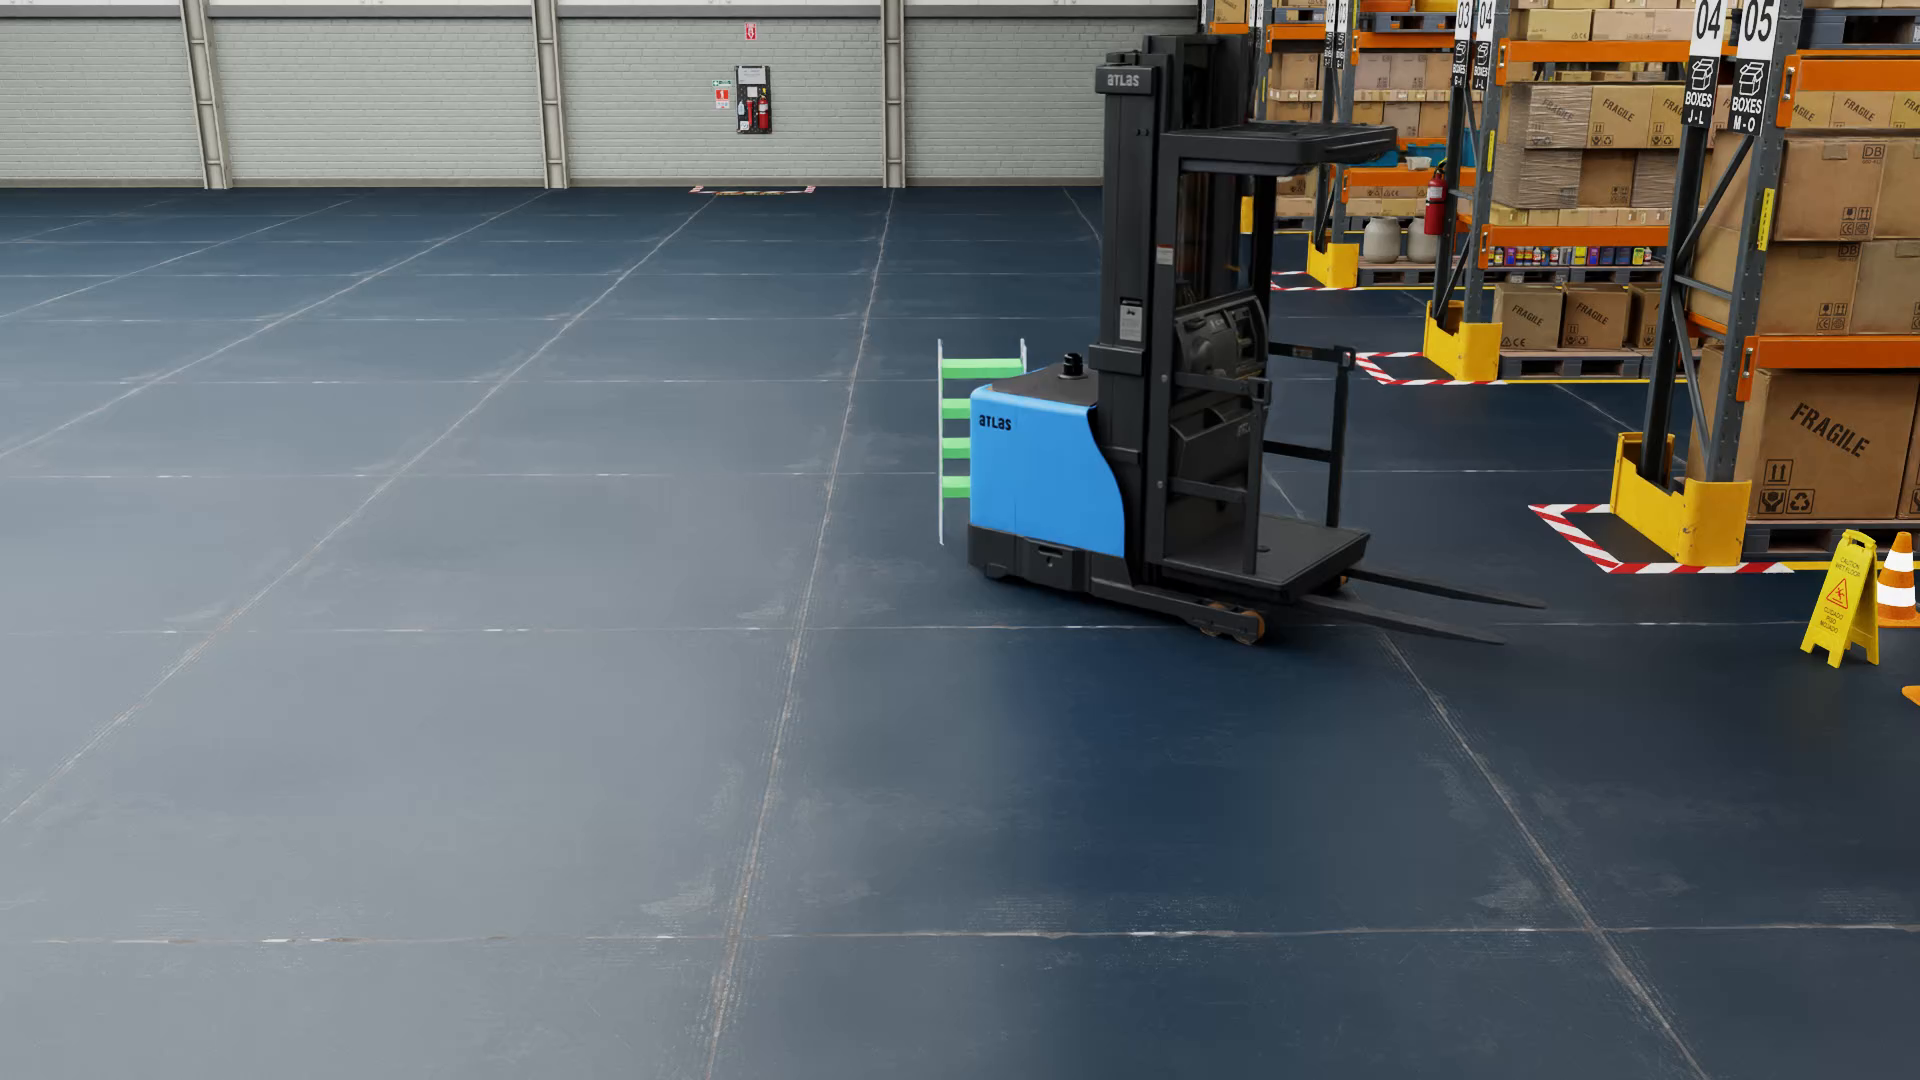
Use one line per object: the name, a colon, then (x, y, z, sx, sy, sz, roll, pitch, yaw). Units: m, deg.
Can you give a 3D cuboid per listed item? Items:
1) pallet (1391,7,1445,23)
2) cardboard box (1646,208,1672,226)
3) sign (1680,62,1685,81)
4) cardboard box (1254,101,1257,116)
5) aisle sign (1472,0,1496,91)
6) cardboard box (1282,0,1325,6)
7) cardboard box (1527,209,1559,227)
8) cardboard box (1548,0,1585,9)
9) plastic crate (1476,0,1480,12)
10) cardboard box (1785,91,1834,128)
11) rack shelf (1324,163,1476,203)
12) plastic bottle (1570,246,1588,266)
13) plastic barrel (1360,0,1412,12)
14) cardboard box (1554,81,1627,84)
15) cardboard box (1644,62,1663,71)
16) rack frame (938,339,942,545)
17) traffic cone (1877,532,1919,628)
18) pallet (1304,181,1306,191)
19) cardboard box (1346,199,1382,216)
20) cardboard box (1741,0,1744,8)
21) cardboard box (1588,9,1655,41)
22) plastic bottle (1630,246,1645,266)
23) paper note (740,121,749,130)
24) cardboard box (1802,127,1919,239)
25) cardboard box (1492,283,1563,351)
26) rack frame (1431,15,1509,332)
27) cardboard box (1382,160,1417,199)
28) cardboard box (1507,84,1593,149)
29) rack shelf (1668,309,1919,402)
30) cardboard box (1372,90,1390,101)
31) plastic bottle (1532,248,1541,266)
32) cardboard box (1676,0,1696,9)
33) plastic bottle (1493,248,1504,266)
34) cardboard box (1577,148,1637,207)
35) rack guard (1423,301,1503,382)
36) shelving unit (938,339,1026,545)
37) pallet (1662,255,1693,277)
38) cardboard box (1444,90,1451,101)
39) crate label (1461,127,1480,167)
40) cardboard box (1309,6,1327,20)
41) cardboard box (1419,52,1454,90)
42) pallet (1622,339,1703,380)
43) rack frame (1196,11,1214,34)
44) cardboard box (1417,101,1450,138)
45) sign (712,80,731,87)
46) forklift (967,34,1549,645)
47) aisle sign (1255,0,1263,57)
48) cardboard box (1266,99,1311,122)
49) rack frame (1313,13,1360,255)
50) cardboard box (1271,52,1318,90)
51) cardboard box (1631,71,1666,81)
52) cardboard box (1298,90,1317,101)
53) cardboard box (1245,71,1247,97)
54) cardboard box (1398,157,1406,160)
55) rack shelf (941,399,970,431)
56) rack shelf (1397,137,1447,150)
pallet: (6.155, -7.383, 23.386, 1.213, 0.211, 1.003, 0, 18, -1)
cardboard box: (5.916, -2.786, 14.233, 0.250, 0.149, 0.380, 0, 18, -1)
sign: (12.160, -7.894, 27.979, 0.005, 0.325, 0.100, 0, 18, -1)
cardboard box: (5.154, -7.358, 28.286, 0.500, 0.250, 0.500, -1, 18, -3)
aisle sign: (4.320, -4.115, 13.709, 0.004, 0.787, 0.394, 0, 18, -1)
cardboard box: (4.799, -7.740, 23.269, 0.637, 0.503, 0.797, 1, 18, 3)
cardboard box: (4.916, -2.773, 14.193, 0.250, 0.149, 0.380, 0, 18, -1)
cardboard box: (4.917, -4.418, 13.592, 0.250, 0.149, 0.380, 0, 18, 0)
plastic crate: (6.201, -6.004, 18.967, 0.575, 0.384, 0.392, 0, 18, -1)
cardboard box: (6.931, -3.562, 13.955, 0.500, 0.500, 0.500, 0, 18, -1)
rack shelf: (6.299, -4.149, 19.248, 4.000, 0.370, 1.077, 0, 18, -1)
plastic bottle: (7.144, -3.356, 19.214, 0.185, 0.351, 0.144, 0, 18, -1)
plastic barrel: (4.783, -6.356, 18.648, 0.708, 0.830, 0.600, 0, 18, -1)
cardboard box: (5.423, -3.717, 14.435, 0.500, 0.500, 0.500, 0, 18, -1)
cardboard box: (11.797, -8.101, 28.445, 0.250, 0.149, 0.380, -3, 18, -8)
rack frame: (-0.116, -0.577, 9.881, 0.015, 1.200, 0.240, -1, 18, -2)
traffic cone: (4.908, 0.185, 8.712, 0.334, 0.463, 0.336, 0, 18, -1)
pallet: (6.248, -6.178, 28.961, 1.213, 0.211, 1.003, 0, 18, -1)
cardboard box: (5.764, -4.826, 23.994, 0.500, 0.250, 0.500, 0, 18, -1)
cardboard box: (4.681, -3.115, 9.497, 0.250, 0.149, 0.380, 0, 18, -1)
cardboard box: (5.379, -4.254, 13.732, 0.500, 0.250, 0.500, -1, 18, -2)
plastic bottle: (7.823, -3.314, 19.194, 0.133, 0.283, 0.061, 1, 18, 2)
paper note: (-3.820, -7.347, 29.481, 0.142, 0.148, 0.016, 0, 18, -1)
cardboard box: (5.274, -2.060, 9.545, 0.550, 0.550, 0.875, 0, 18, -1)
cardboard box: (5.002, -1.977, 14.703, 0.500, 0.500, 0.500, 3, 18, 9)
rack frame: (4.377, -2.969, 14.392, 0.127, 3.000, 1.000, 0, 18, -1)
cardboard box: (6.264, -5.183, 23.881, 0.500, 0.500, 0.500, 0, 18, -1)
cardboard box: (4.931, -3.554, 13.928, 0.500, 0.500, 0.500, 0, 18, -1)
rack shelf: (6.354, -1.121, 9.808, 4.000, 0.370, 1.077, 0, 18, -1)
cardboard box: (5.908, -6.294, 23.532, 0.250, 0.149, 0.380, -1, 18, -2)
plastic bottle: (6.658, -3.275, 19.207, 0.097, 0.201, 0.097, 0, 18, 0)
cardboard box: (5.957, -4.442, 13.667, 0.250, 0.149, 0.380, -1, 18, -3)
plastic bottle: (6.220, -3.273, 19.200, 0.097, 0.201, 0.097, 0, 18, 0)
cardboard box: (5.426, -3.192, 14.435, 0.500, 0.500, 0.875, 0, 18, -1)
rack guard: (4.453, -1.779, 14.775, 0.348, 0.500, 1.175, 0, 18, -1)
shelving unit: (0.127, -0.579, 9.889, 0.503, 1.200, 0.258, -1, 18, -2)
pallet: (9.083, -3.189, 19.643, 1.213, 0.211, 1.003, 0, 18, -1)
cardboard box: (6.938, -6.299, 23.548, 0.250, 0.149, 0.380, 0, 18, -1)
crate label: (6.135, -4.590, 19.388, 0.616, 0.435, 0.502, 0, 18, -1)
cardboard box: (6.073, -8.923, 27.845, 0.500, 0.500, 0.500, 1, 18, 3)
cardboard box: (6.774, -6.670, 23.642, 0.500, 0.500, 0.700, 0, 18, -1)
pallet: (6.483, -1.640, 14.813, 1.213, 0.211, 1.003, 0, 18, -1)
rack frame: (4.143, -7.508, 28.540, 0.127, 3.000, 1.000, 0, 18, -1)
cardboard box: (6.751, -6.052, 23.838, 0.500, 0.500, 0.700, 0, 18, 0)
sign: (-4.192, -8.041, 29.278, 0.331, 0.109, 0.001, 0, 18, -1)
forklift: (1.528, -1.052, 8.529, 3.031, 2.935, 1.130, 13, 22, 34)
aisle sign: (4.164, -7.139, 23.134, 0.004, 0.787, 0.394, 0, 18, -1)
cardboard box: (4.691, -6.041, 23.803, 0.500, 0.500, 0.700, 0, 18, -1)
rack frame: (4.299, -4.482, 19.108, 0.127, 3.000, 1.000, 0, 18, -1)
cardboard box: (4.744, -6.659, 23.606, 0.500, 0.500, 0.700, 0, 18, -1)
cardboard box: (11.672, -7.798, 28.561, 0.500, 0.500, 0.700, -2, 18, -7)
cardboard box: (4.884, -6.289, 23.517, 0.250, 0.149, 0.380, -1, 18, -2)
cardboard box: (4.625, -7.713, 28.167, 0.500, 0.500, 0.500, 0, 18, -1)
cardboard box: (6.256, -5.347, 24.392, 0.500, 0.500, 0.500, 0, 18, -1)
rack shelf: (0.127, -0.747, 9.835, 0.480, 0.148, 0.258, -1, 18, -2)
rack shelf: (6.224, -5.662, 23.964, 4.000, 0.370, 1.077, 0, 18, -1)
